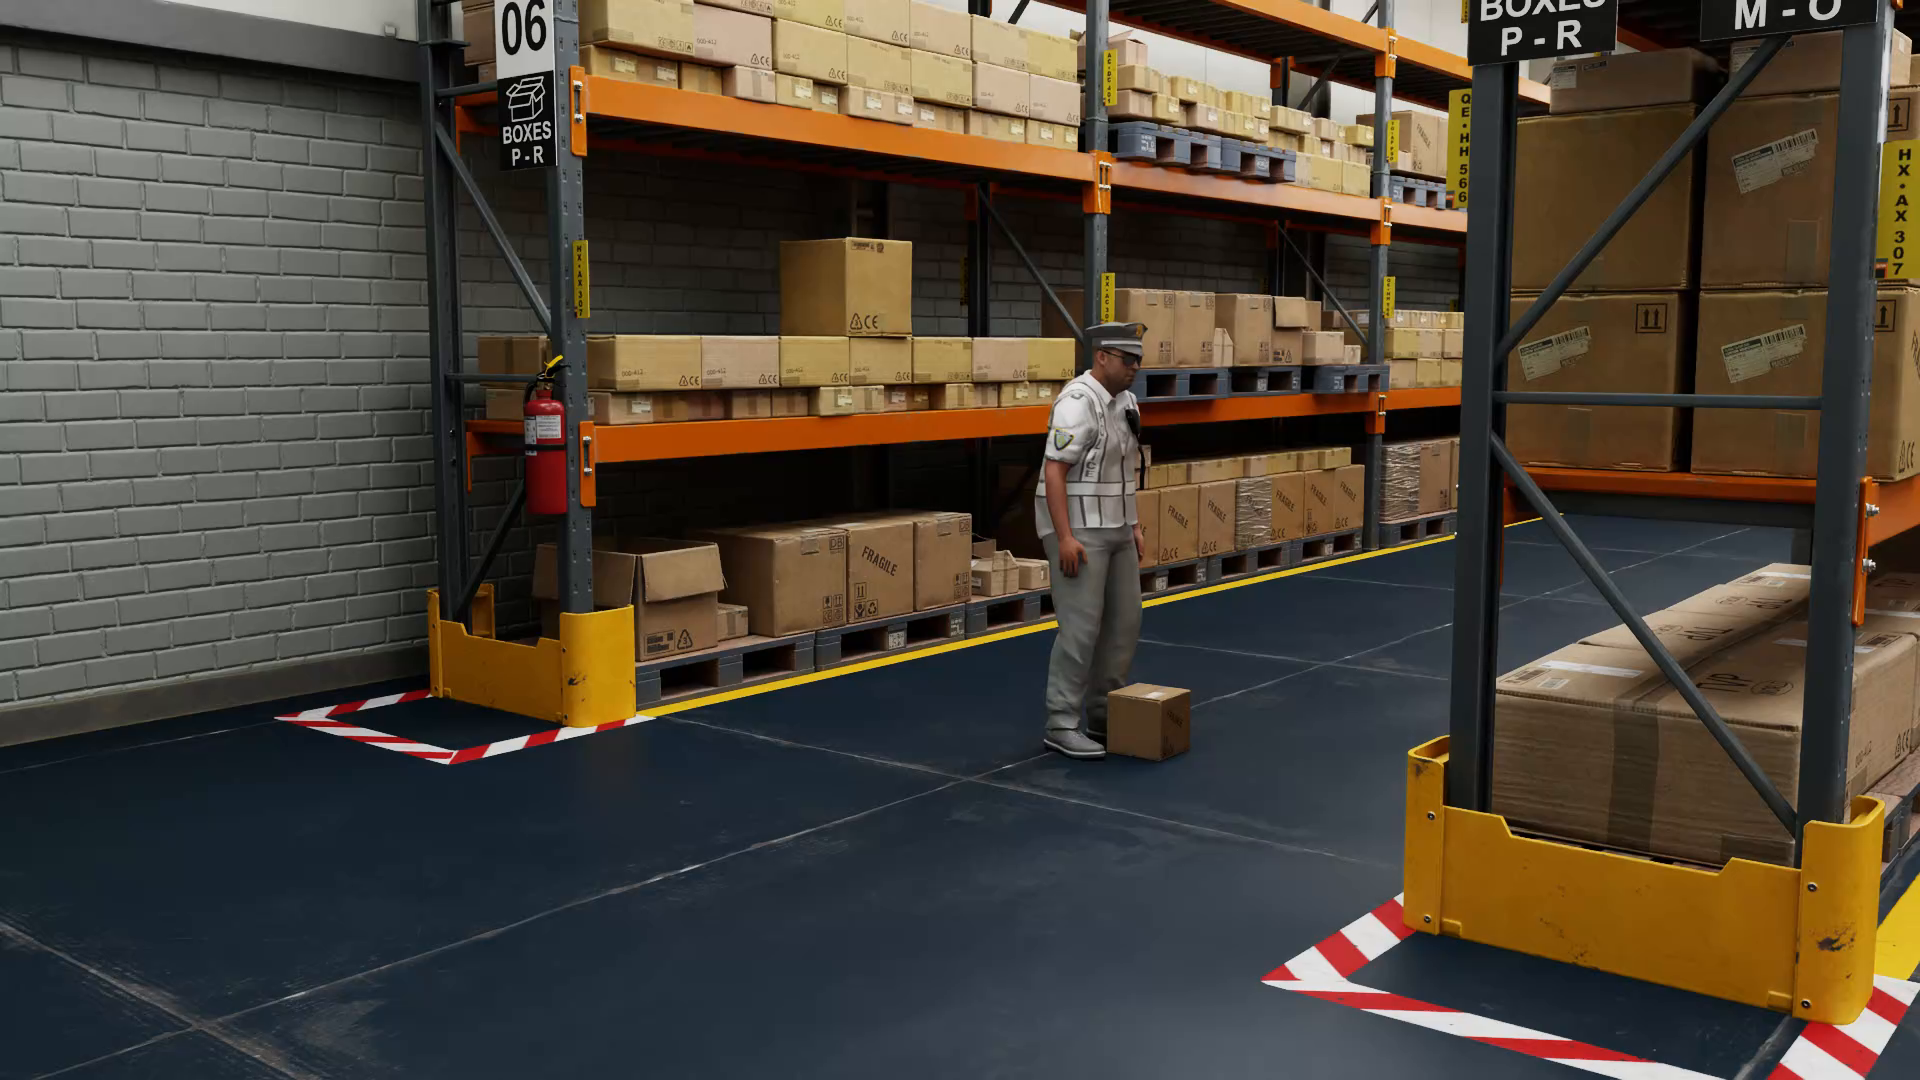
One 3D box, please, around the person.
[{"bbox_3d":[0.565,-0.021,6.870,0.466,1.748,0.587,5,8,38],"label":"person"}]
